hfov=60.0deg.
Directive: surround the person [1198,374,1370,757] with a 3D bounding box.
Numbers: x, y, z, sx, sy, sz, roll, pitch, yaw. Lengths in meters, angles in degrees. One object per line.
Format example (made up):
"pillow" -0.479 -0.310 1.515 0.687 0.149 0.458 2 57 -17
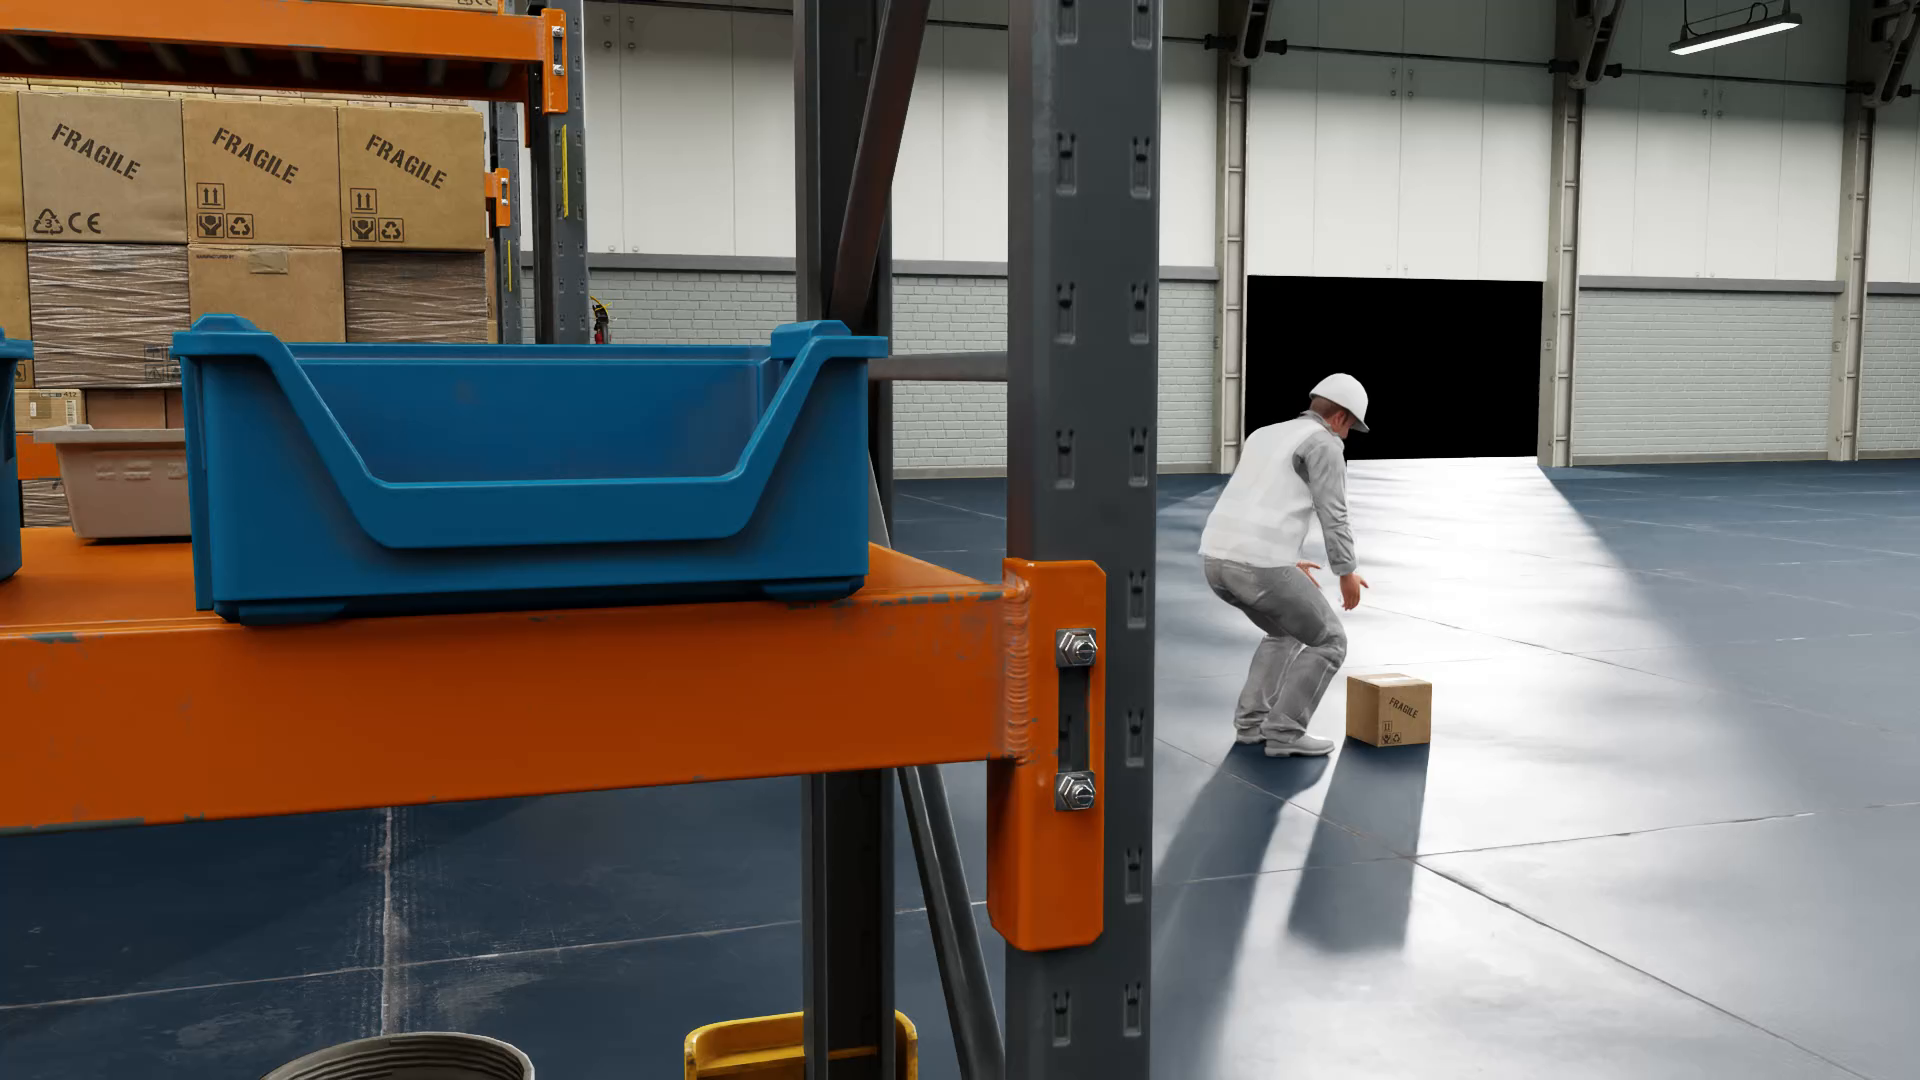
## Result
"person" 1.312 0.087 6.690 0.714 1.506 0.590 -2 6 -18
